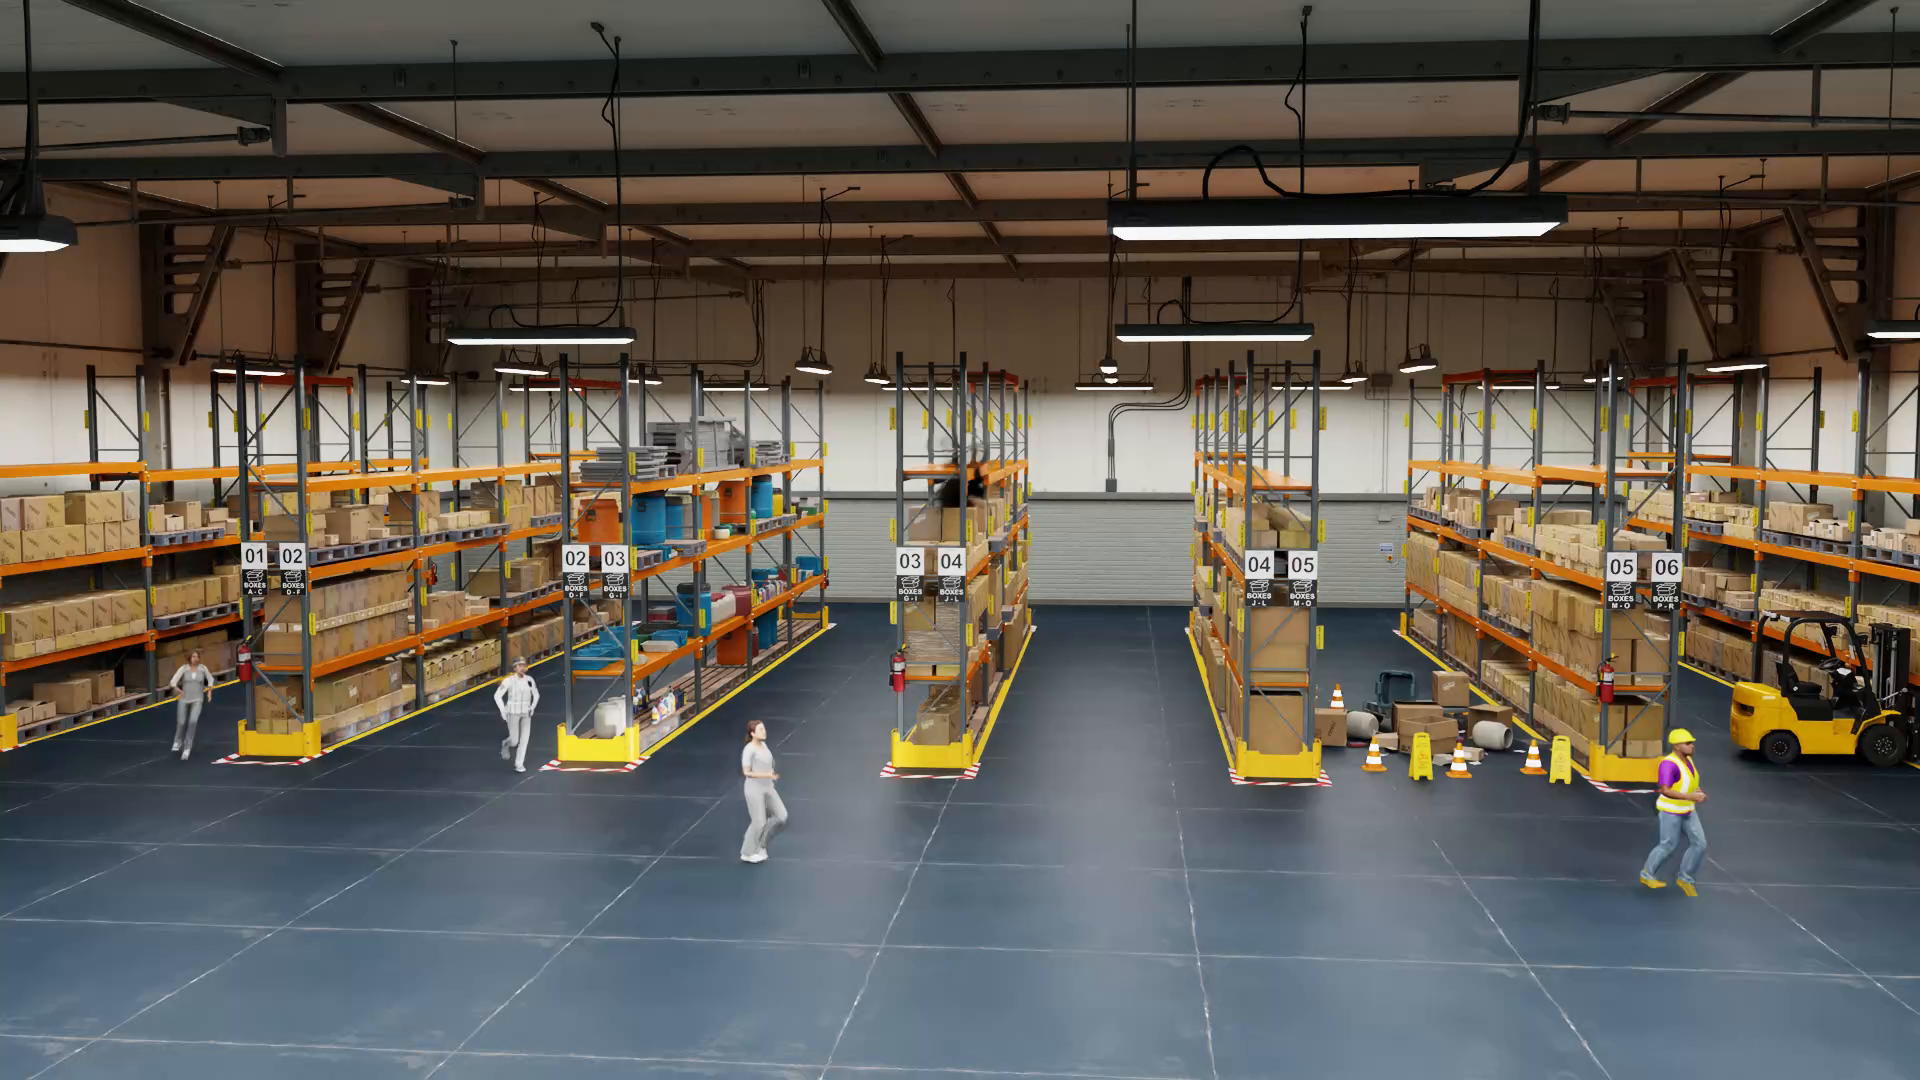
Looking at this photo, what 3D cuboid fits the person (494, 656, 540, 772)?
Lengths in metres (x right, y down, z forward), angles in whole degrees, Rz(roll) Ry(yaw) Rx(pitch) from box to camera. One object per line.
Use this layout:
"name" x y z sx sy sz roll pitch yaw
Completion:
"person" -6.357 2.483 23.949 0.649 1.641 0.646 -3 5 -35

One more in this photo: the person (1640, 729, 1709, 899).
"person" 7.569 2.898 17.507 0.726 1.839 0.744 -3 5 -38

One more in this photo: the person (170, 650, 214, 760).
"person" -11.523 2.444 24.941 0.608 1.608 0.723 -2 4 -23

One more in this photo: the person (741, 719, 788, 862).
"person" -2.221 2.837 18.793 0.605 1.629 0.544 2 5 30
